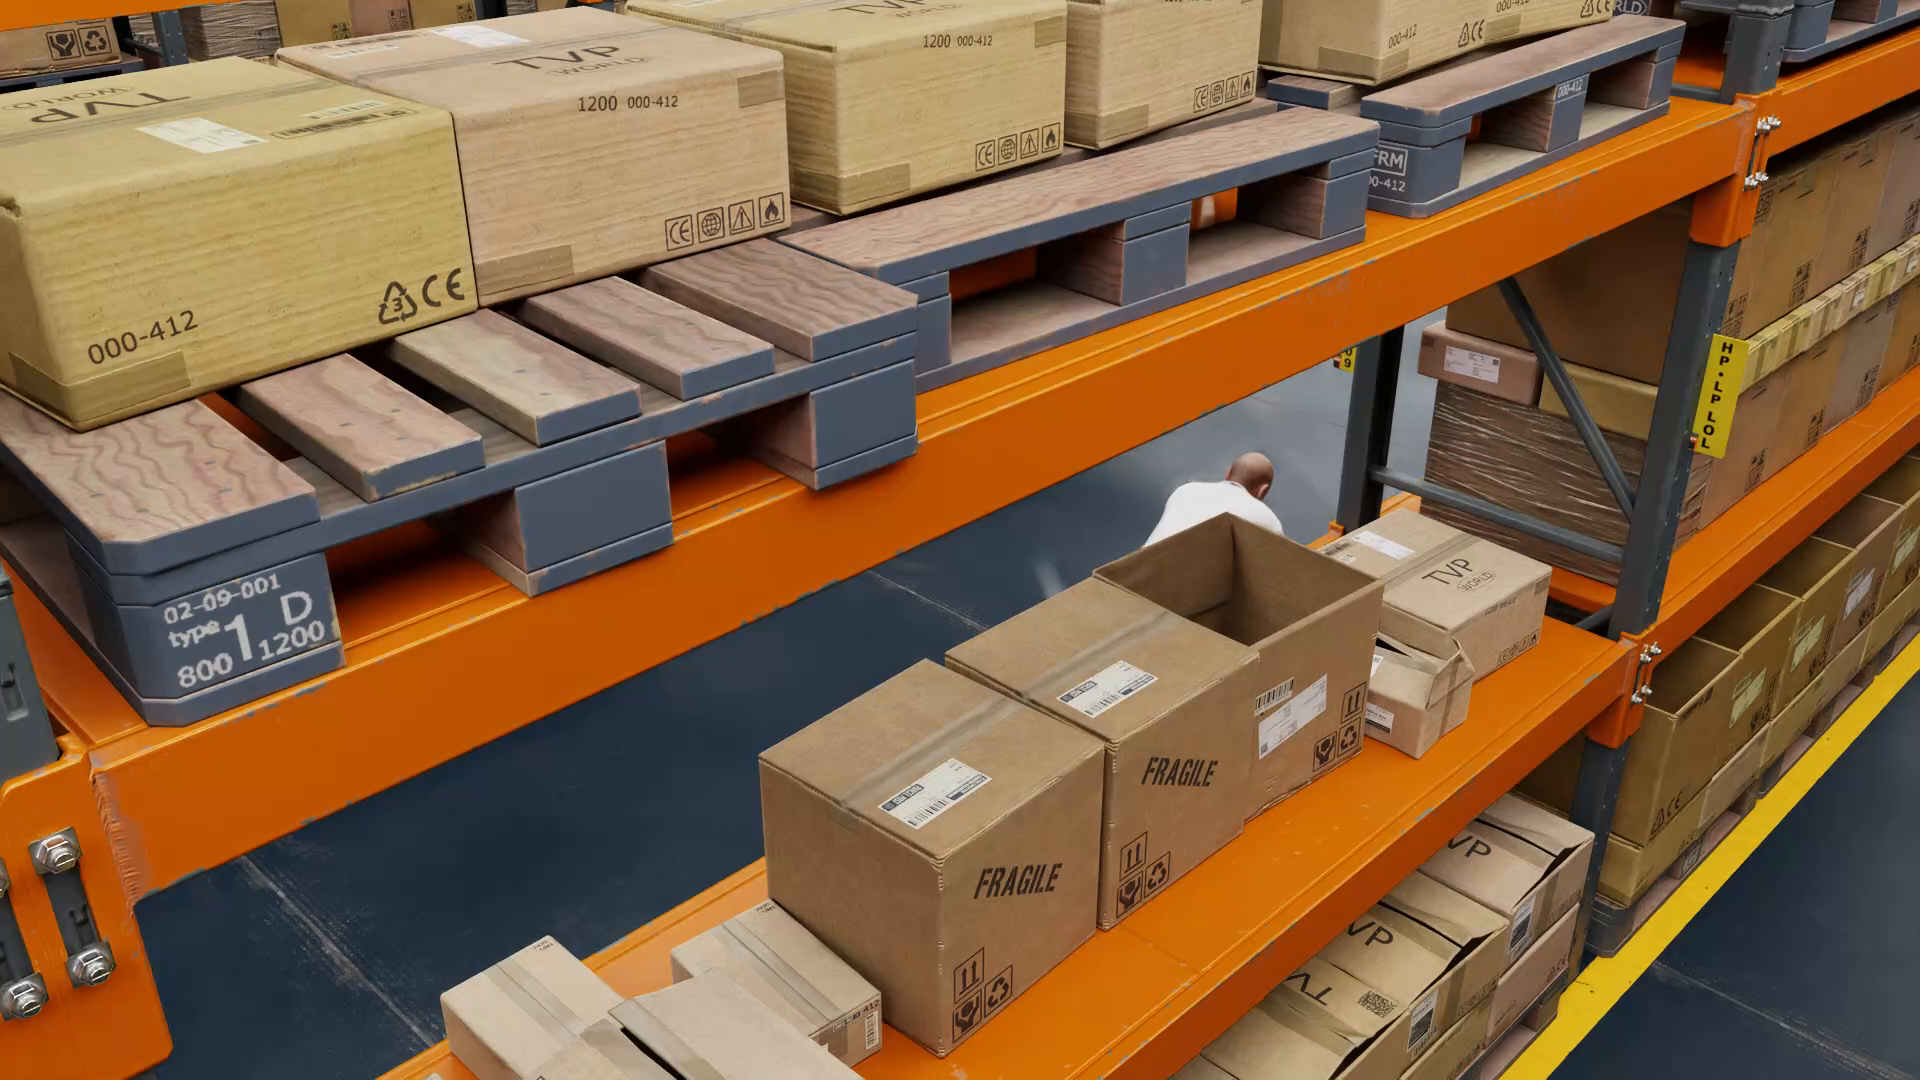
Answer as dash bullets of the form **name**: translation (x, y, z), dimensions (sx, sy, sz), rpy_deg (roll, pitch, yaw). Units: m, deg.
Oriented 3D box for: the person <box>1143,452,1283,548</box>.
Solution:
- **person**: translation (1.014, 0.171, 6.758), dimensions (0.907, 0.906, 0.606), rpy_deg (-24, 36, -39)
